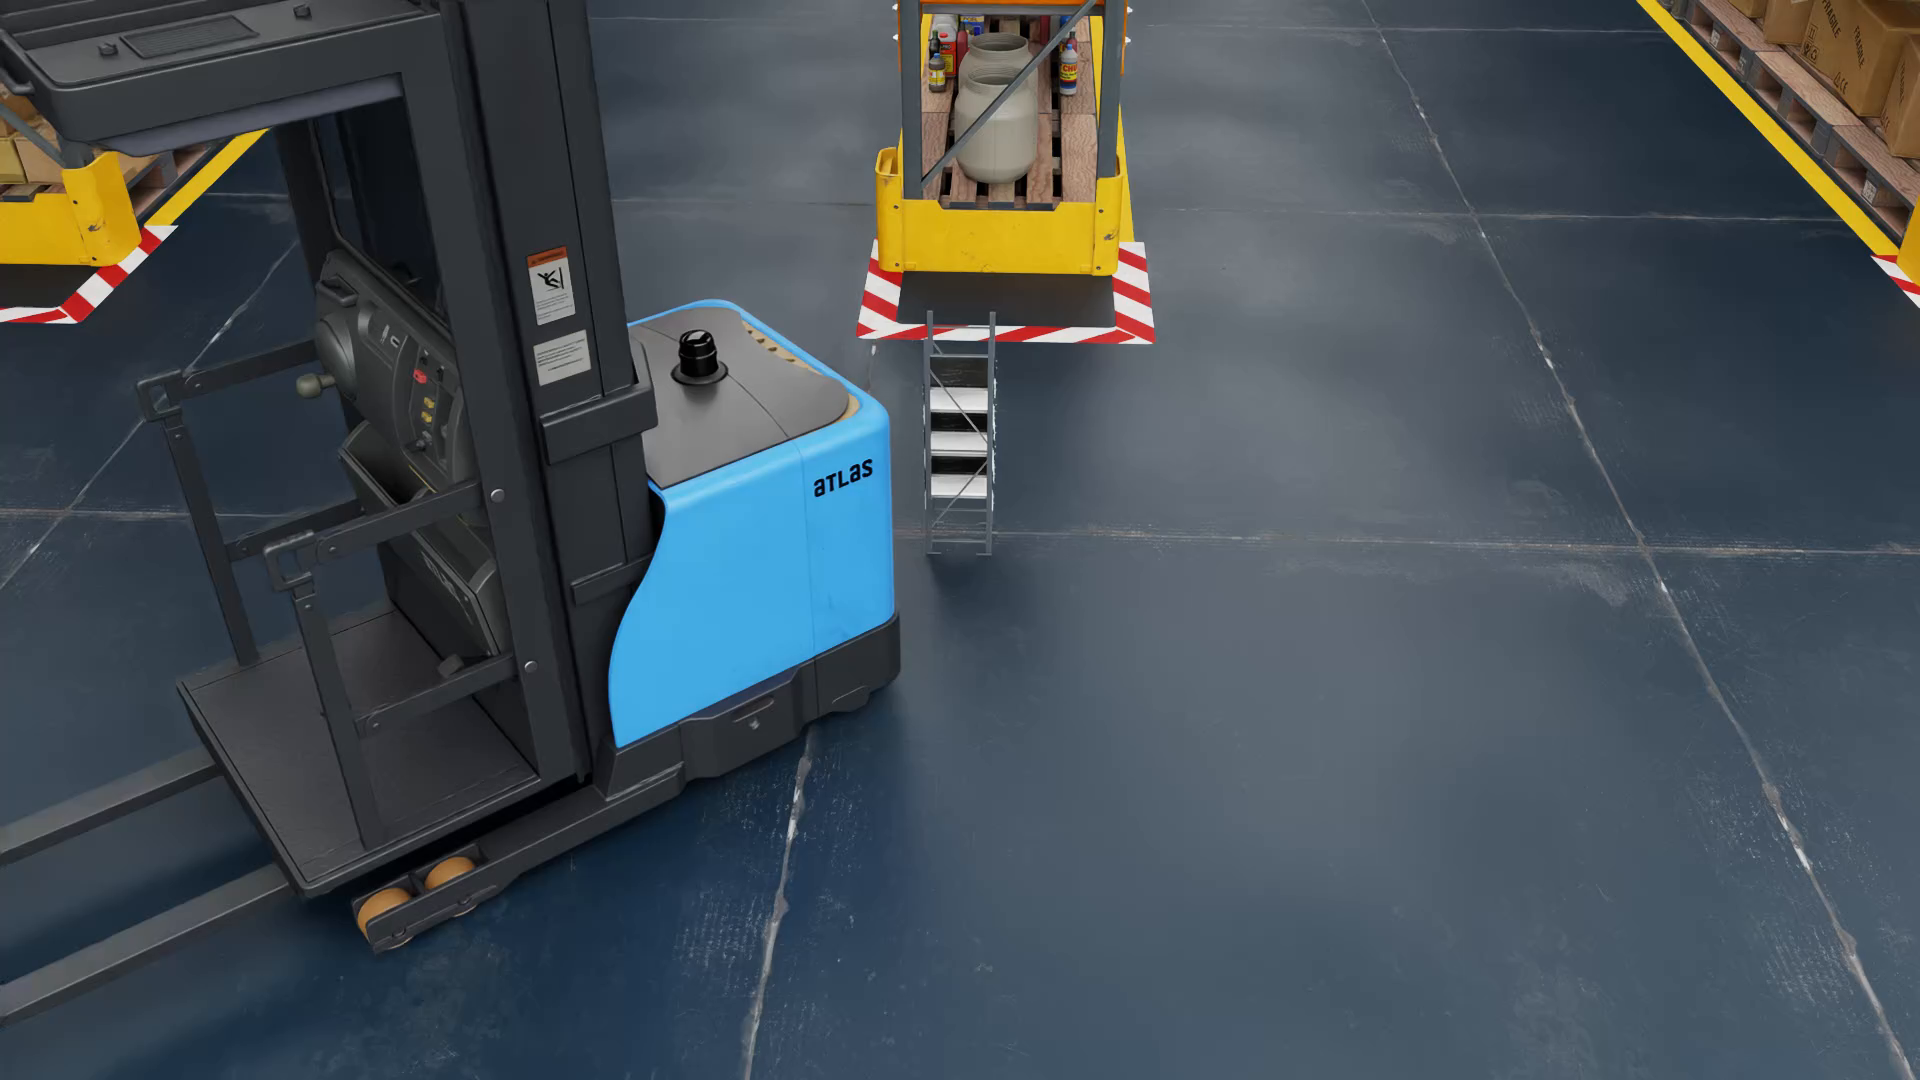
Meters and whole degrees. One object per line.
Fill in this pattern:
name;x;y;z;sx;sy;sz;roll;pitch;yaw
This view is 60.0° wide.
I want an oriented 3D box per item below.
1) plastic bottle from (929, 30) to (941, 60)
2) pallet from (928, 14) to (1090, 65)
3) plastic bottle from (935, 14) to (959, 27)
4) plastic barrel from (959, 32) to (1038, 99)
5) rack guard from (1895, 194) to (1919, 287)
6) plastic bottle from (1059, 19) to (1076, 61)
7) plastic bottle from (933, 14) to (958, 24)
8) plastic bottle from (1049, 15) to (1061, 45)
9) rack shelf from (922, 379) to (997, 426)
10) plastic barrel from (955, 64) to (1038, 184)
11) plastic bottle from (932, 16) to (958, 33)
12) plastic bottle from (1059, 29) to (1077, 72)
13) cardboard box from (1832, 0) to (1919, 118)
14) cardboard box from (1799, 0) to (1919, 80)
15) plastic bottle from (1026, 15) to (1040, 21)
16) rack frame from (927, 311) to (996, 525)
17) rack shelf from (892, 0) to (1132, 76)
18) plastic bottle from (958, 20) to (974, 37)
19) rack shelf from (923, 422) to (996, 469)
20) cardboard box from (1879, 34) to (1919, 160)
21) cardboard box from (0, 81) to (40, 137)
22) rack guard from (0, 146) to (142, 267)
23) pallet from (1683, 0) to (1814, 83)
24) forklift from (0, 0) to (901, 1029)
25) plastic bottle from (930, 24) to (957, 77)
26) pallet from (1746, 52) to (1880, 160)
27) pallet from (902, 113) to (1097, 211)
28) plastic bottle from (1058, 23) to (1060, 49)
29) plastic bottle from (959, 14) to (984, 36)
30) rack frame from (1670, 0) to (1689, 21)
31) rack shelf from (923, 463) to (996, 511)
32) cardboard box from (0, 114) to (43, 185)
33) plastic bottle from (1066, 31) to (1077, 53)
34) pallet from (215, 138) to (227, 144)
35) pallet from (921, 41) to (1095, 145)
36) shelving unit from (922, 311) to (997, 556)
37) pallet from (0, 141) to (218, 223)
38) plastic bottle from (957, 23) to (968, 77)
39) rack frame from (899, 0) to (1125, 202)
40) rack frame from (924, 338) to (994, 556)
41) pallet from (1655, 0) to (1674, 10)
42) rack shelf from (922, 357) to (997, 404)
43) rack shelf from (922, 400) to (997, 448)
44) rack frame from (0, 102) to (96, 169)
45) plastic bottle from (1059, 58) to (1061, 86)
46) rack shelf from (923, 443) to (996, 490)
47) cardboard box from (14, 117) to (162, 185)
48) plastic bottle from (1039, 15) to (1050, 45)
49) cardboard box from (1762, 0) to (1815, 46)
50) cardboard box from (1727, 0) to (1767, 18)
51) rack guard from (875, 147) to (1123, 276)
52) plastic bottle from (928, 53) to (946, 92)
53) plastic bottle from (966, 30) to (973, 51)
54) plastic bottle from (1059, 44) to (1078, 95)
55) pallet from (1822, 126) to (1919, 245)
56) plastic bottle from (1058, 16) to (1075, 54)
plastic bottle;-0.145;-2.779;9.575;0.061;0.283;0.133;2;35;3
pallet;0.325;-3.349;10.832;1.003;0.211;1.213;1;35;2
plastic bottle;-0.078;-3.165;10.065;0.144;0.351;0.185;1;35;2
plastic barrel;0.203;-2.399;8.853;0.421;0.512;0.421;0;35;0
rack guard;5.185;-1.484;7.926;1.175;0.500;0.348;1;35;2
plastic bottle;0.635;-2.930;9.800;0.097;0.271;0.097;0;35;0
plastic bottle;-0.086;-3.058;9.913;0.144;0.351;0.185;3;35;4
plastic bottle;0.625;-3.175;10.145;0.152;0.276;0.135;2;35;3
rack shelf;0.000;-0.493;5.914;0.258;0.077;0.200;1;35;2
plastic barrel;0.183;-2.111;8.443;0.421;0.512;0.421;0;35;0
plastic bottle;-0.088;-2.932;9.799;0.152;0.276;0.135;0;35;1
plastic bottle;0.631;-2.872;9.718;0.097;0.271;0.097;0;35;0
cardboard box;5.258;-2.674;9.254;0.500;0.500;0.500;4;35;6
cardboard box;5.325;-2.993;9.709;0.500;0.500;0.500;-2;35;-2
plastic bottle;0.499;-3.443;10.526;0.152;0.276;0.135;1;35;2
rack frame;0.004;-0.431;6.081;0.240;0.900;0.006;1;35;2
rack shelf;0.313;-3.432;9.150;1.077;0.370;4.000;1;35;2
plastic bottle;0.037;-3.019;9.988;0.097;0.201;0.097;0;35;0
rack shelf;0.000;-0.346;6.017;0.258;0.077;0.200;1;35;2
cardboard box;5.213;-2.314;8.743;0.500;0.500;0.500;10;36;14
cardboard box;-4.992;-2.362;8.377;0.500;0.500;0.500;1;35;2
rack guard;-4.717;-1.657;8.173;1.175;0.500;0.348;1;35;2
pallet;5.351;-3.233;10.667;1.003;0.211;1.213;1;35;2
forklift;-1.668;-0.407;4.280;3.031;2.935;1.130;-24;42;-30
plastic bottle;-0.094;-2.852;9.686;0.152;0.276;0.135;2;35;2
pallet;5.305;-2.531;9.667;1.003;0.211;1.213;1;35;2
pallet;0.227;-1.948;8.838;1.003;0.211;1.213;1;35;2
plastic bottle;0.647;-3.076;10.069;0.097;0.201;0.097;0;35;0
plastic bottle;0.071;-3.145;10.103;0.152;0.276;0.135;1;35;2
rack frame;5.343;-4.761;10.415;1.000;3.000;0.127;1;35;2
rack shelf;0.000;-0.198;6.121;0.258;0.077;0.200;1;35;2
cardboard box;-4.990;-2.055;8.592;0.500;0.250;0.500;1;35;2
plastic bottle;0.644;-2.810;9.619;0.061;0.283;0.133;2;35;3
pallet;-4.676;-2.692;9.897;1.003;0.211;1.213;1;35;2
pallet;0.279;-2.647;9.832;1.003;0.211;1.213;1;35;2
shelving unit;0.000;-0.373;5.998;0.258;0.900;0.210;1;35;2
pallet;-4.727;-1.993;8.902;1.003;0.211;1.213;1;35;2
plastic bottle;0.013;-2.853;9.681;0.061;0.283;0.133;1;35;2
rack frame;0.233;-2.577;7.308;1.000;3.000;0.127;1;35;2
rack frame;-0.004;-0.314;5.915;0.240;0.900;0.006;1;35;2
pallet;5.372;-4.067;11.854;1.003;0.211;1.213;1;35;2
rack shelf;0.000;-0.566;5.862;0.258;0.077;0.200;1;35;2
rack shelf;0.000;-0.419;5.965;0.258;0.077;0.200;1;35;2
rack frame;-4.716;-2.694;7.474;1.000;3.000;0.127;1;35;2
plastic bottle;0.621;-2.706;9.543;0.097;0.201;0.097;0;35;0
rack shelf;0.000;-0.272;6.069;0.258;0.077;0.200;1;35;2
cardboard box;-4.472;-2.043;8.575;0.500;0.250;0.500;1;35;2
plastic bottle;0.518;-3.180;10.146;0.061;0.283;0.133;1;35;2
cardboard box;5.271;-3.352;10.219;0.500;0.500;0.500;12;37;17
cardboard box;5.287;-3.681;10.688;0.500;0.500;0.500;0;35;0
rack guard;0.189;-1.599;8.091;1.175;0.500;0.348;1;35;2
plastic bottle;-0.131;-2.678;9.502;0.097;0.201;0.097;0;35;0
plastic bottle;0.037;-2.909;9.832;0.097;0.201;0.097;0;35;0
plastic bottle;0.617;-2.675;9.438;0.097;0.271;0.097;0;35;0
pallet;5.253;-1.831;8.672;1.003;0.211;1.213;1;35;2
plastic bottle;0.643;-3.046;9.966;0.097;0.271;0.097;0;35;0
